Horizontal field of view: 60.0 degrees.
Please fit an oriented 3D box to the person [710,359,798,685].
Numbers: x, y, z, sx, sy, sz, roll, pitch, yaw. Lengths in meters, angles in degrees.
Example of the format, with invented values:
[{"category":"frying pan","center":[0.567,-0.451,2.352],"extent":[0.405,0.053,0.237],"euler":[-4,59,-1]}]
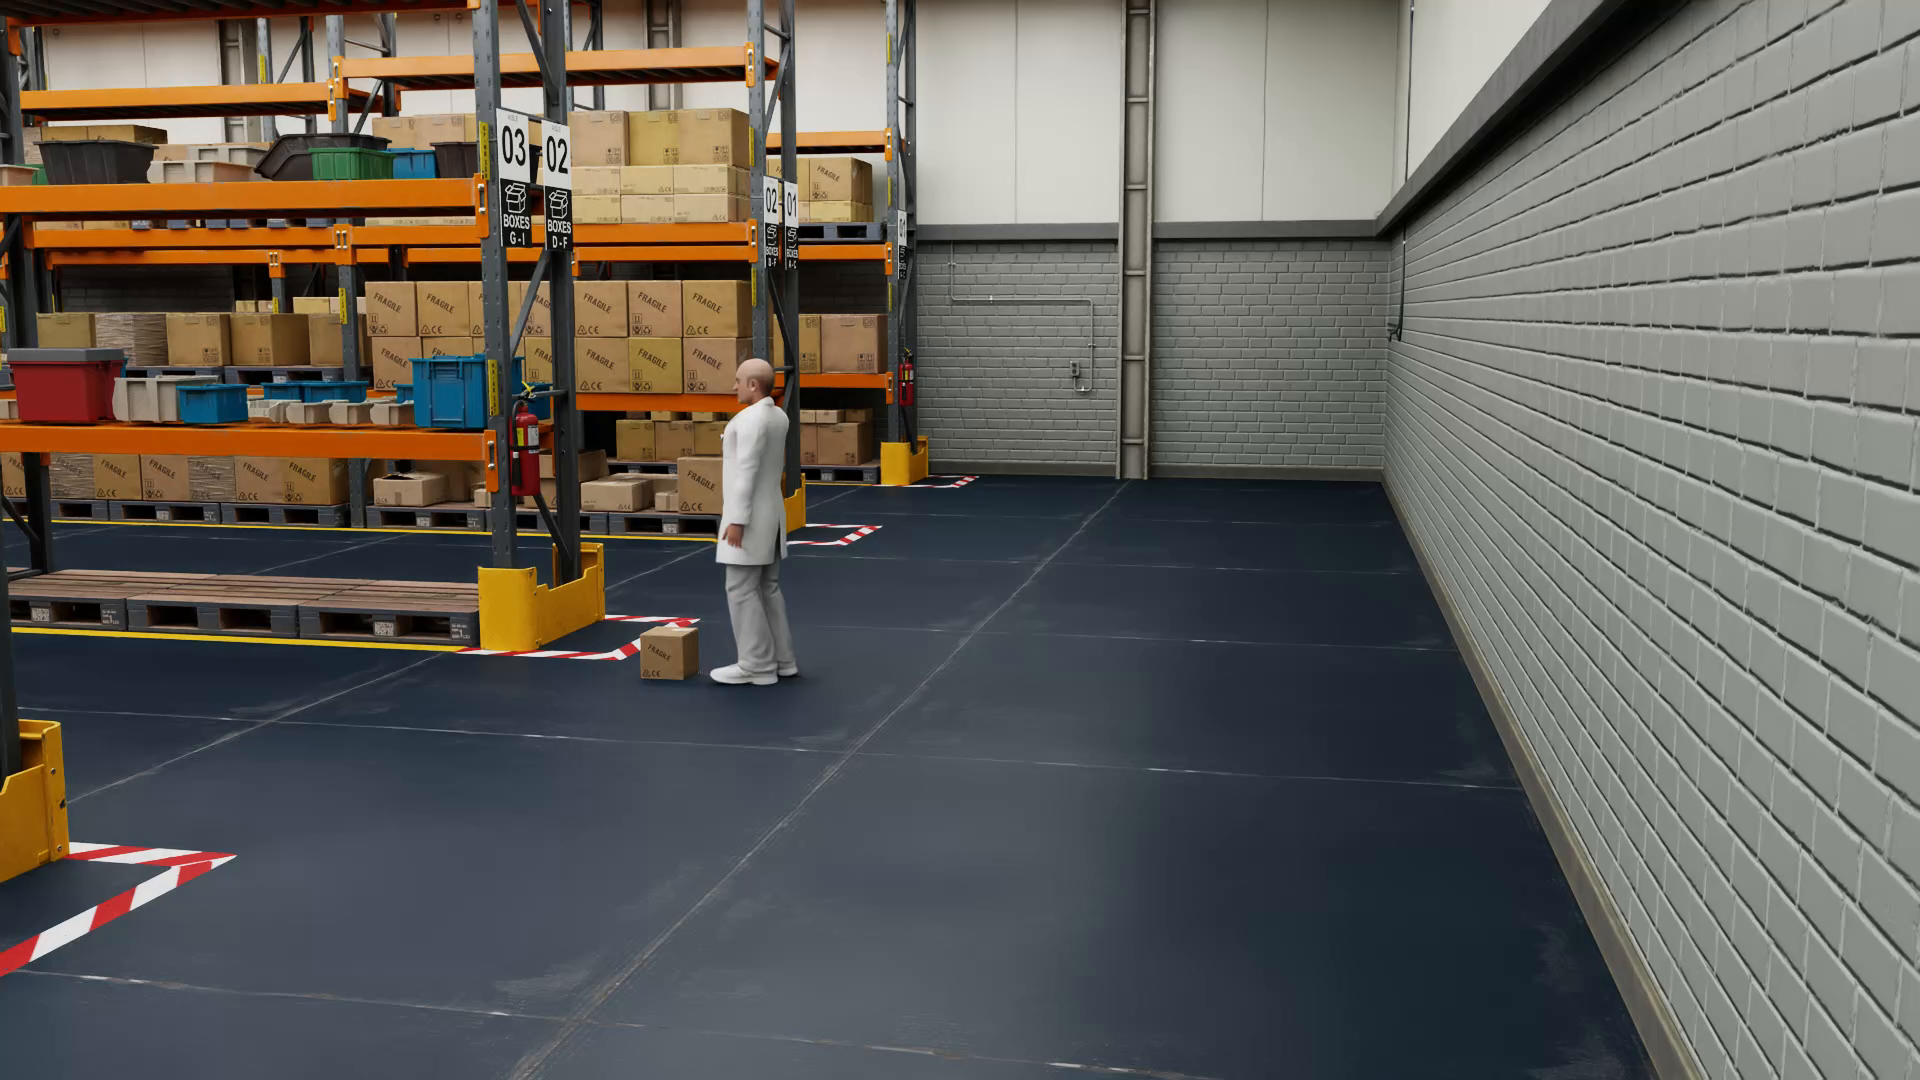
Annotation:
[{"category":"person","center":[-1.143,-0.101,9.121],"extent":[0.407,1.779,0.562],"euler":[2,8,12]}]
